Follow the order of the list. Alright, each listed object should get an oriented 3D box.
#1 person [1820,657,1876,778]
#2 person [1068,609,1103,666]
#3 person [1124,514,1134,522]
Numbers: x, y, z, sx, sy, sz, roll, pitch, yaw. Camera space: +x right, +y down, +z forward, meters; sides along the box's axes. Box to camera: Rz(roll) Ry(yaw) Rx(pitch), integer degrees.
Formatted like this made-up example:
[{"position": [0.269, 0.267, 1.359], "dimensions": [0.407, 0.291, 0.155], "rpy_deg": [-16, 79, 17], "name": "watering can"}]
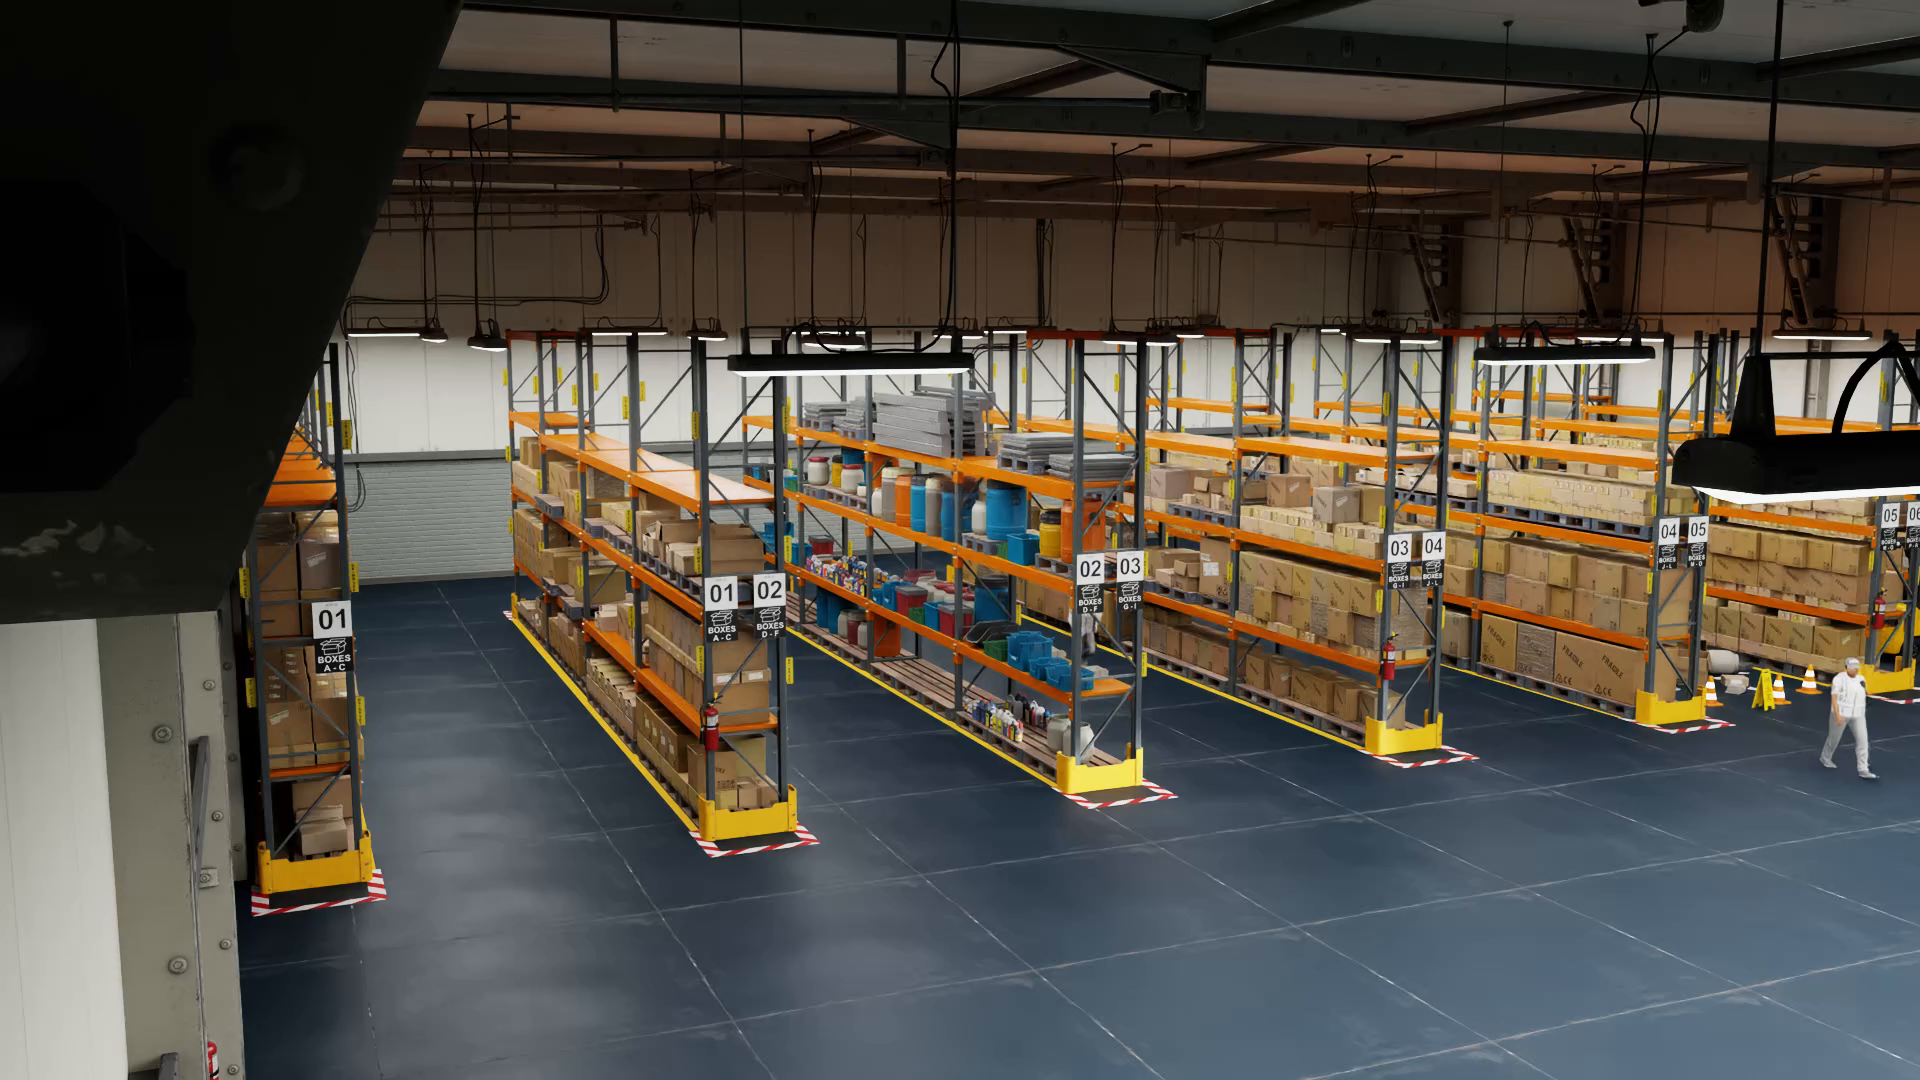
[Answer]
[{"position": [12.269, 2.420, 22.921], "dimensions": [0.517, 1.641, 0.848], "rpy_deg": [1, 8, 9], "name": "person"}, {"position": [2.191, 1.584, 29.132], "dimensions": [0.666, 1.610, 0.695], "rpy_deg": [-2, 8, -11], "name": "person"}, {"position": [4.519, -0.463, 43.848], "dimensions": [0.515, 1.612, 1.040], "rpy_deg": [2, 8, 16], "name": "person"}]
